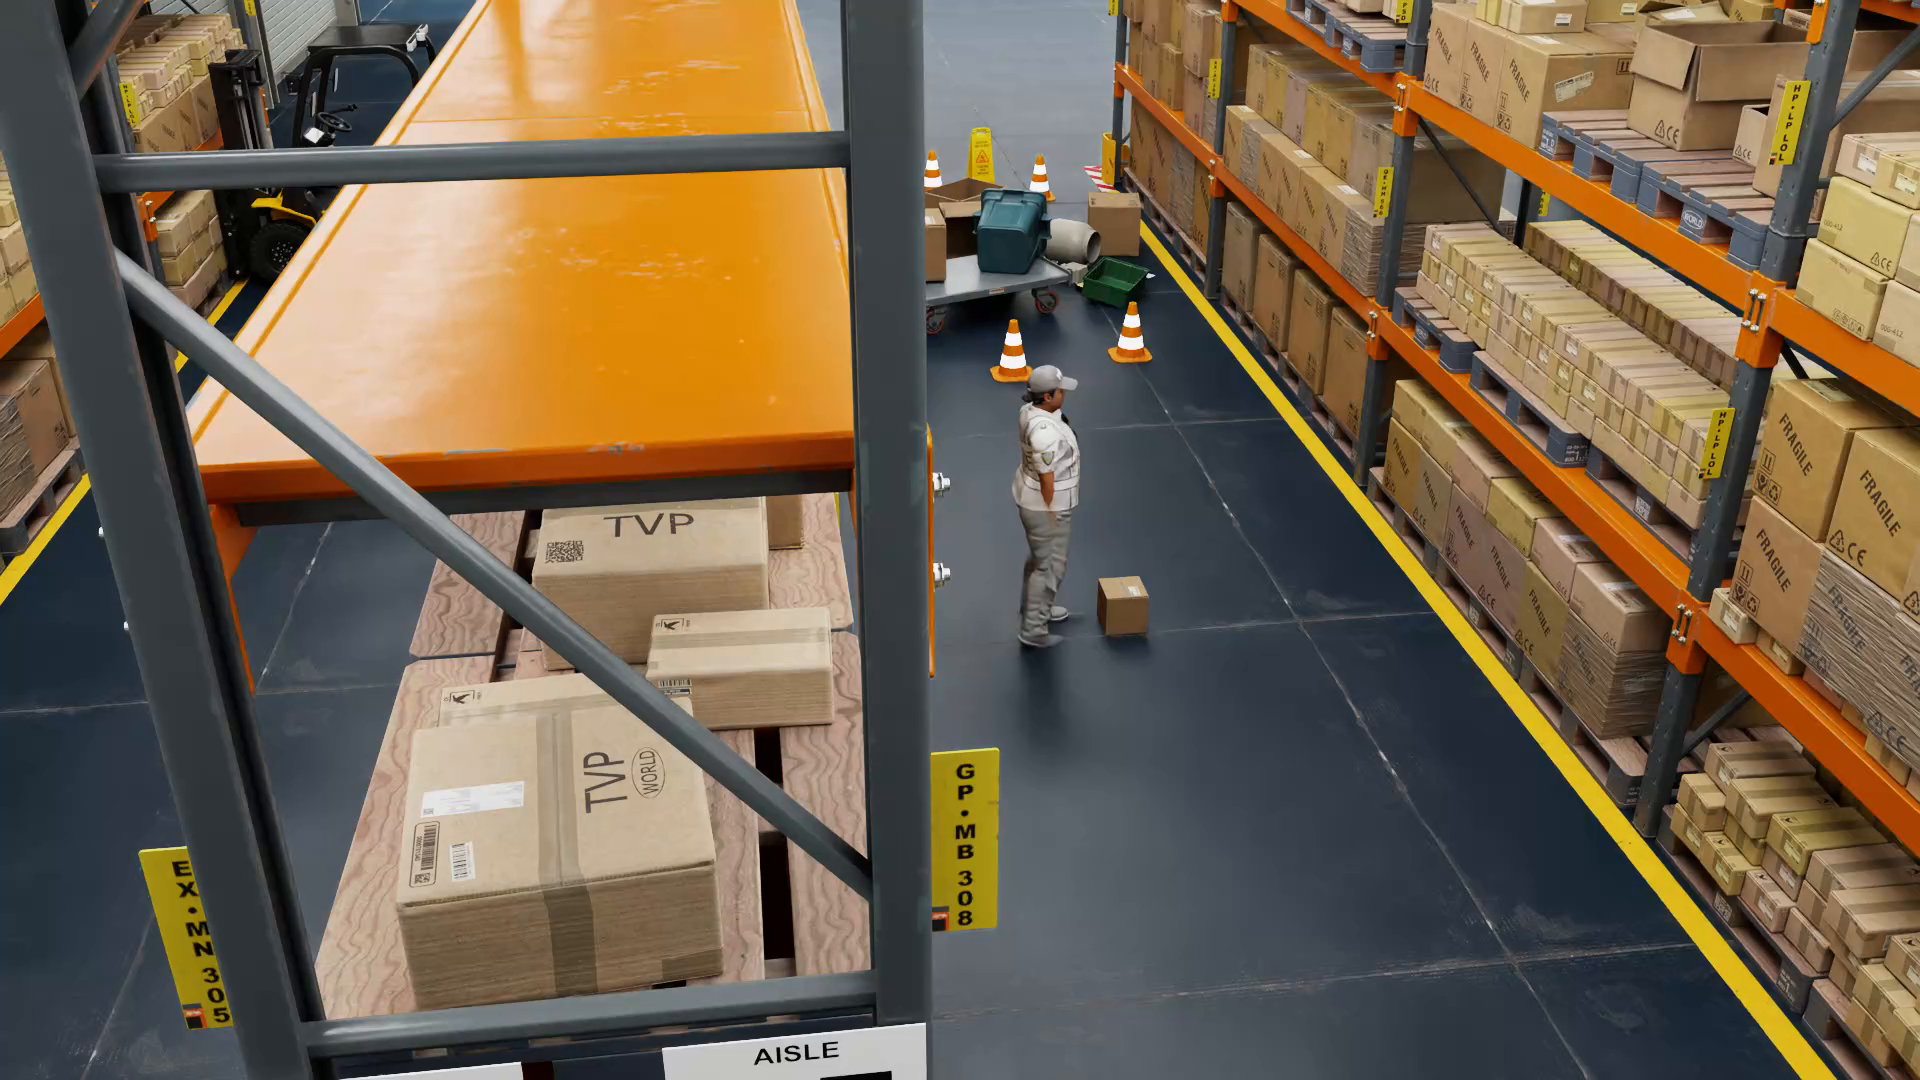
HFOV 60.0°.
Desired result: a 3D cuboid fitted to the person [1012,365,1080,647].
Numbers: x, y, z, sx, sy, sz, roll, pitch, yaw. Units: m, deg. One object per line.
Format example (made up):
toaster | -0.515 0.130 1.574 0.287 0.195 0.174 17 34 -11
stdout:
person | 0.495 -0.198 9.517 0.386 1.695 0.467 -3 27 -6
